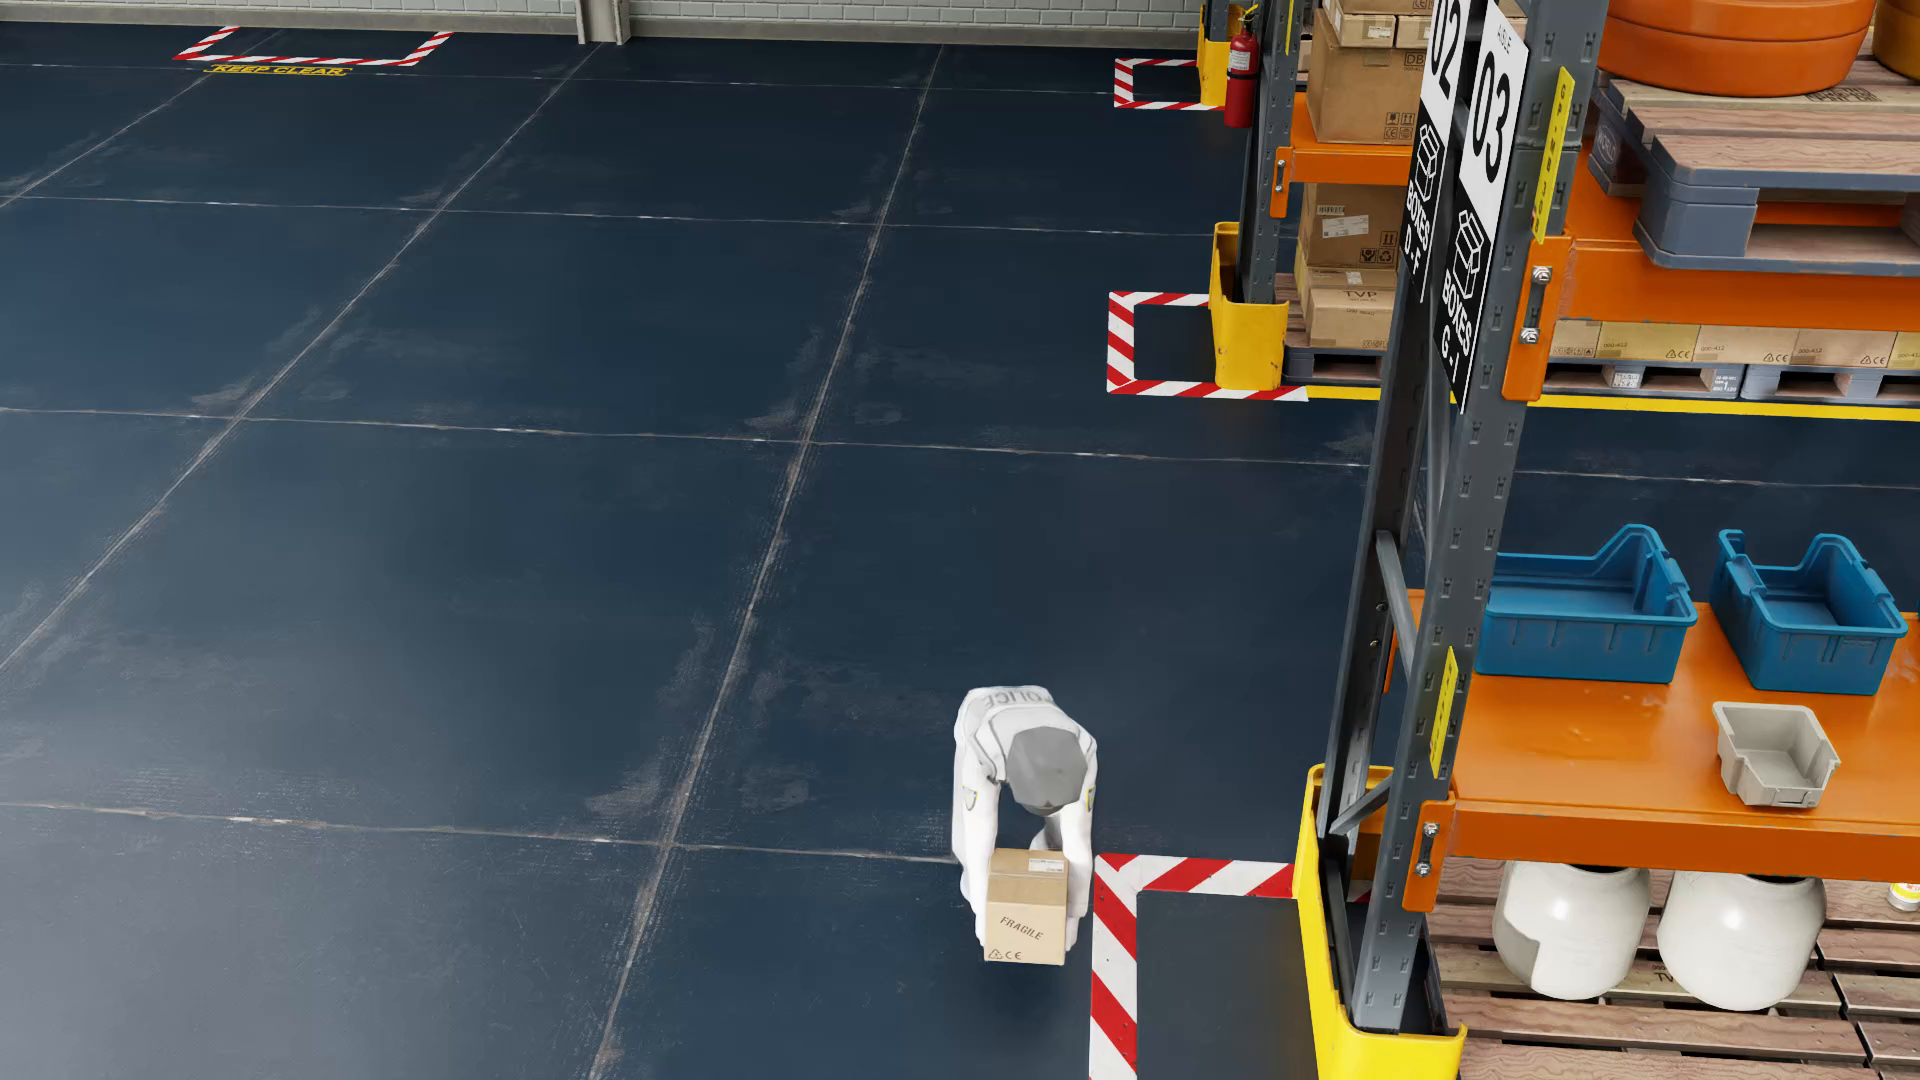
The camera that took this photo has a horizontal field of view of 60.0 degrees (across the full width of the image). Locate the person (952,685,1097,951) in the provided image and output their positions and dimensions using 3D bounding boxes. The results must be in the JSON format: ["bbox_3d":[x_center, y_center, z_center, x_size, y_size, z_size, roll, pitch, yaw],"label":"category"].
[{"bbox_3d":[0.200,0.848,5.440,0.458,0.981,0.868,-2,32,-3],"label":"person"}]
